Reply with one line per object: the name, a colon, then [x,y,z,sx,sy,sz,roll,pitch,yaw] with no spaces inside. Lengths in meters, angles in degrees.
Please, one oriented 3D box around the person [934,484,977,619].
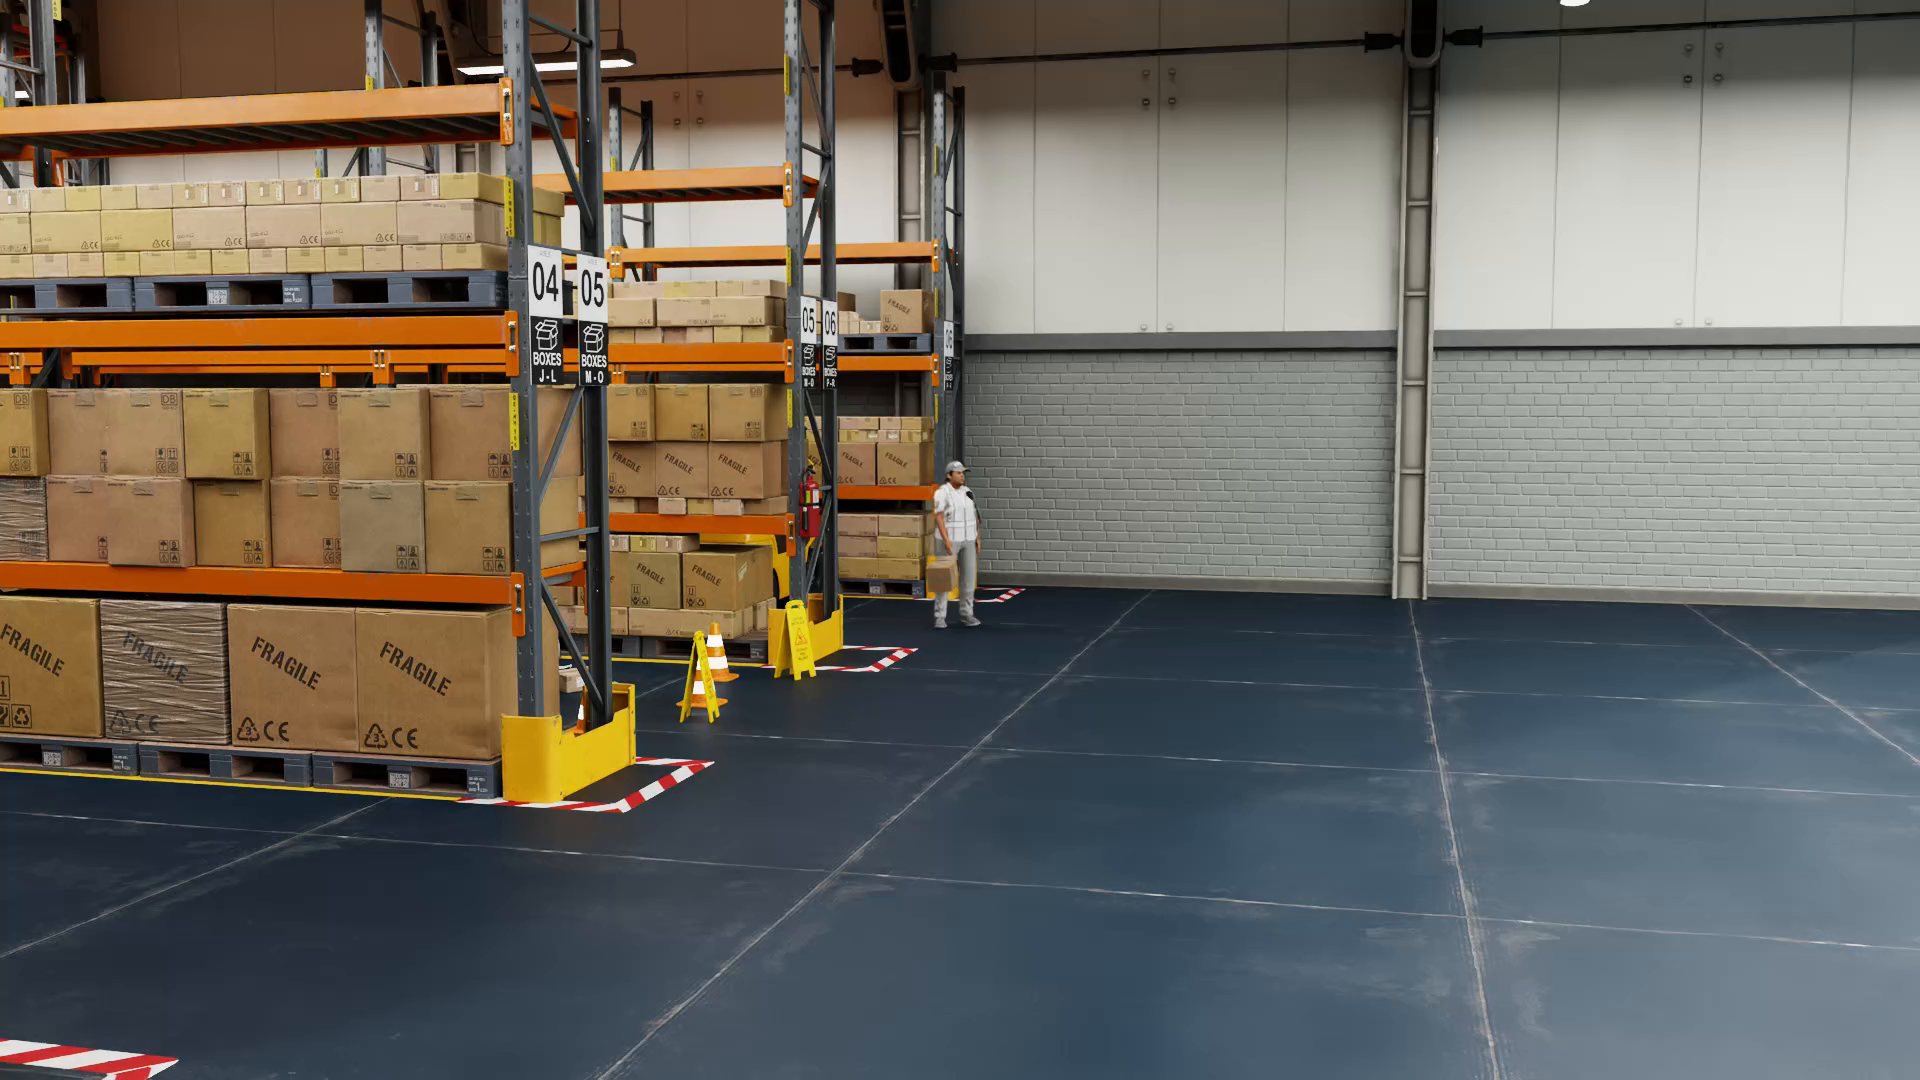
person: [-0.058,0.118,16.959,0.457,1.375,0.372,-3,6,-35]
